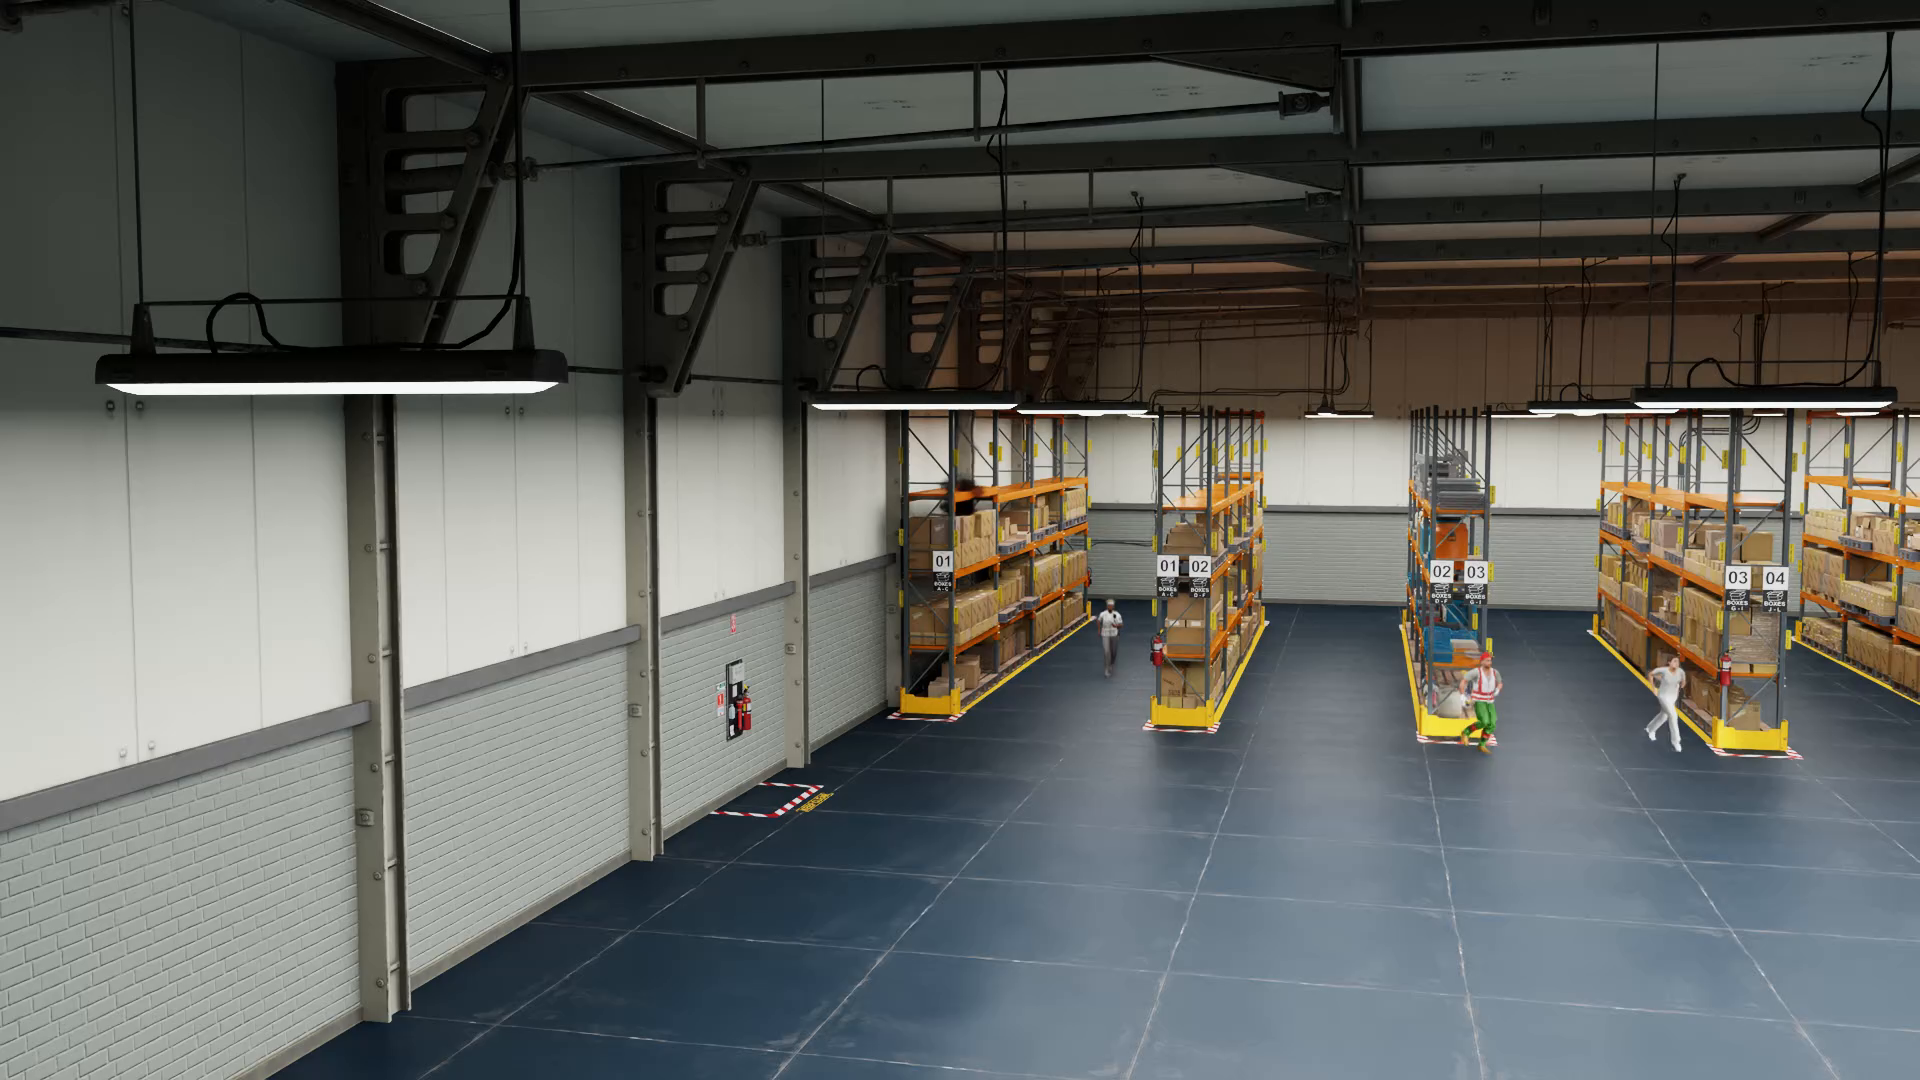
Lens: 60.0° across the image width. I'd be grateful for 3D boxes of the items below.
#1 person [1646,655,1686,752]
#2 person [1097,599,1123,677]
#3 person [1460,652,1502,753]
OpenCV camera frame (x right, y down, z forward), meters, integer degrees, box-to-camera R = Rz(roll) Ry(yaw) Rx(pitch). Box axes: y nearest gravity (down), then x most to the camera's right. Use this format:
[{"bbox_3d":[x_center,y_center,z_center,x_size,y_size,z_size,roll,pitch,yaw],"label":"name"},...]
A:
[{"bbox_3d":[12.386,2.809,29.186,0.570,1.661,1.031,-1,4,-14],"label":"person"},{"bbox_3d":[3.372,2.173,37.393,0.569,1.699,0.926,0,4,1],"label":"person"},{"bbox_3d":[9.039,2.810,28.751,0.782,1.740,0.530,-2,5,-26],"label":"person"}]
